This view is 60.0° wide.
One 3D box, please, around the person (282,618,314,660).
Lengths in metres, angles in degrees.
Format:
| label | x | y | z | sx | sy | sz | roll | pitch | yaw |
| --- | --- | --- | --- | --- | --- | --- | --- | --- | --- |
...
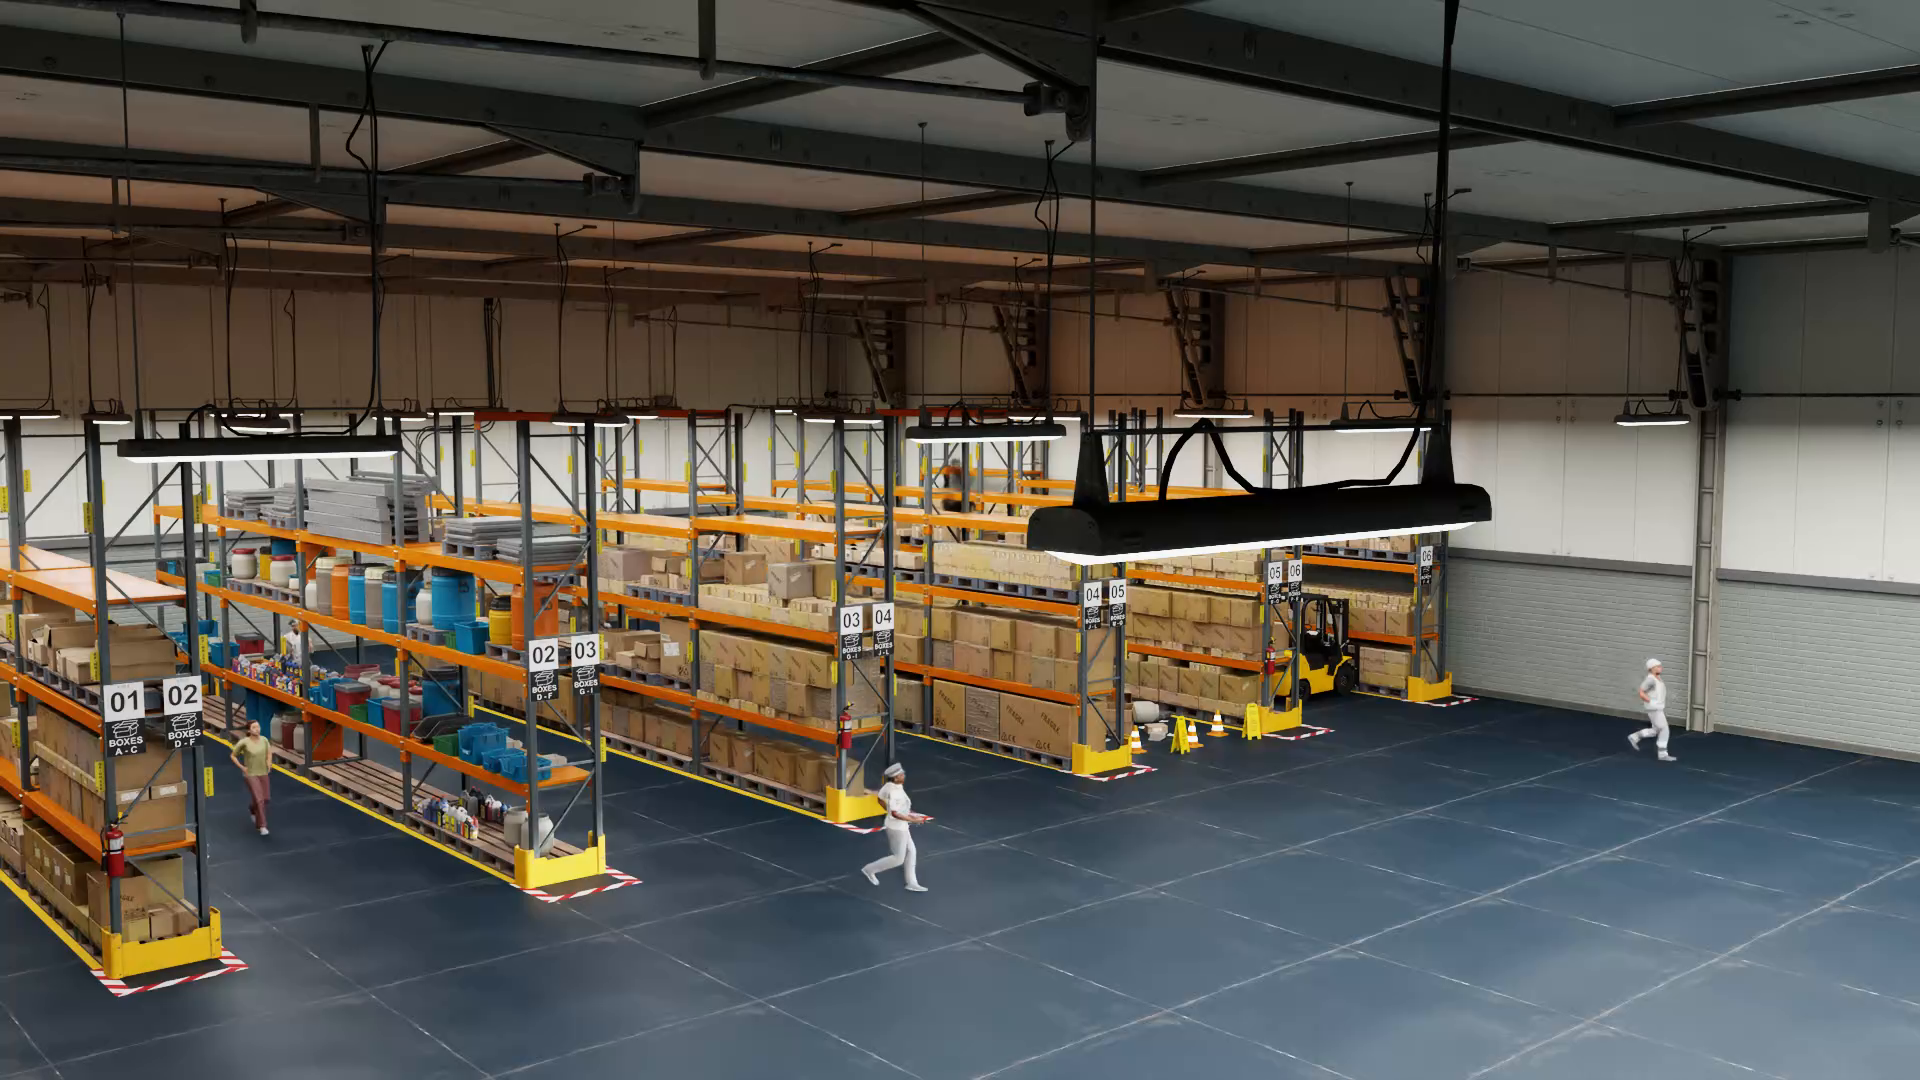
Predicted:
| label | x | y | z | sx | sy | sz | roll | pitch | yaw |
| --- | --- | --- | --- | --- | --- | --- | --- | --- | --- |
| person | -13.593 | 2.474 | 34.090 | 0.825 | 1.782 | 0.673 | 4 | 6 | 39 |

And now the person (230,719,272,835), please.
| label | x | y | z | sx | sy | sz | roll | pitch | yaw |
| --- | --- | --- | --- | --- | --- | --- | --- | --- | --- |
| person | -10.218 | 3.403 | 24.040 | 0.688 | 1.651 | 0.588 | 4 | 7 | 41 |

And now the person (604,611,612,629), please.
| label | x | y | z | sx | sy | sz | roll | pitch | yaw |
| --- | --- | --- | --- | --- | --- | --- | --- | --- | --- |
| person | -7.680 | 2.367 | 35.655 | 0.584 | 1.754 | 0.760 | -5 | 7 | -44 |

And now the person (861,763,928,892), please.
| label | x | y | z | sx | sy | sz | roll | pitch | yaw |
| --- | --- | --- | --- | --- | --- | --- | --- | --- | --- |
| person | -0.837 | 3.658 | 21.093 | 0.856 | 1.694 | 0.590 | -1 | 5 | -9 |

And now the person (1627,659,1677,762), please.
| label | x | y | z | sx | sy | sz | roll | pitch | yaw |
| --- | --- | --- | --- | --- | --- | --- | --- | --- | --- |
| person | 11.991 | 2.929 | 28.781 | 0.849 | 1.758 | 0.668 | 4 | 6 | 35 |
